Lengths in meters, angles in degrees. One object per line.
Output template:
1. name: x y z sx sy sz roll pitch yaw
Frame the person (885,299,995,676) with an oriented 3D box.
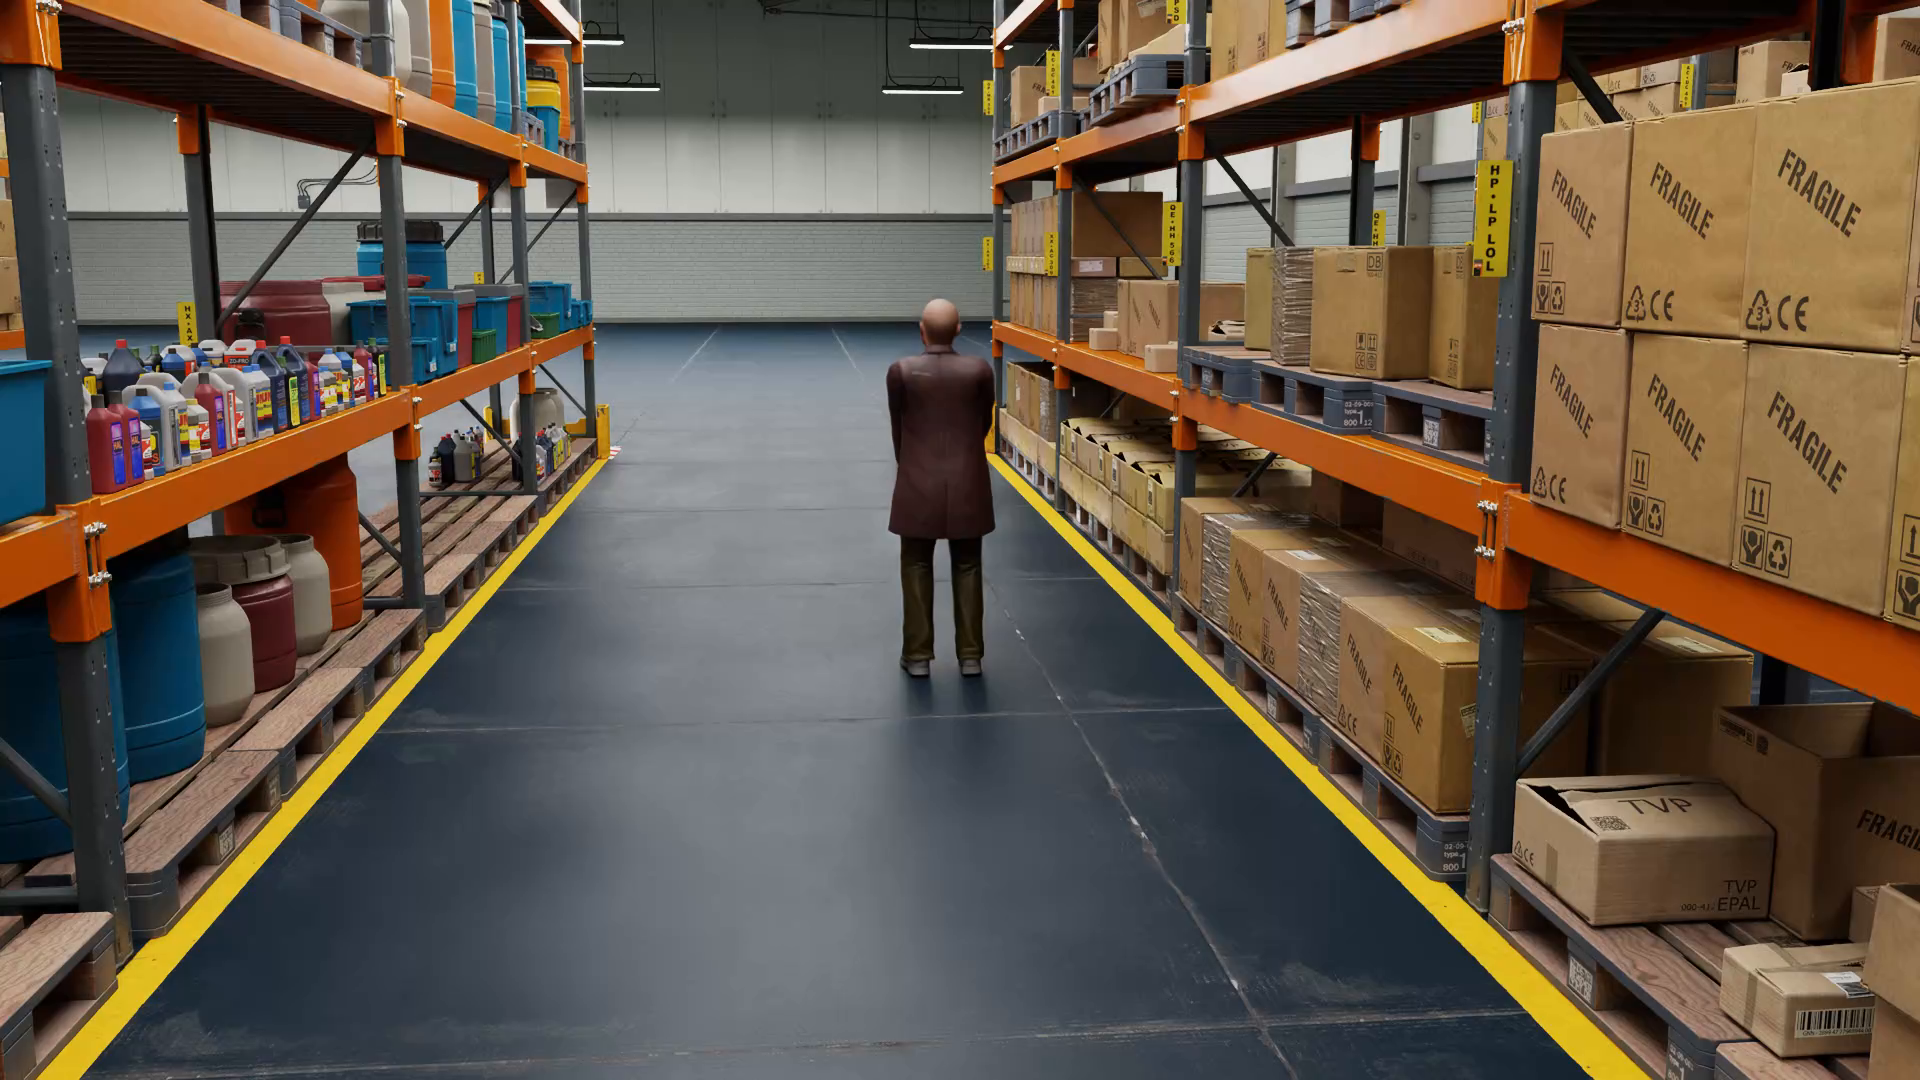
1. person: -0.100 -0.262 7.966 0.525 1.779 0.545 -1 10 -6
